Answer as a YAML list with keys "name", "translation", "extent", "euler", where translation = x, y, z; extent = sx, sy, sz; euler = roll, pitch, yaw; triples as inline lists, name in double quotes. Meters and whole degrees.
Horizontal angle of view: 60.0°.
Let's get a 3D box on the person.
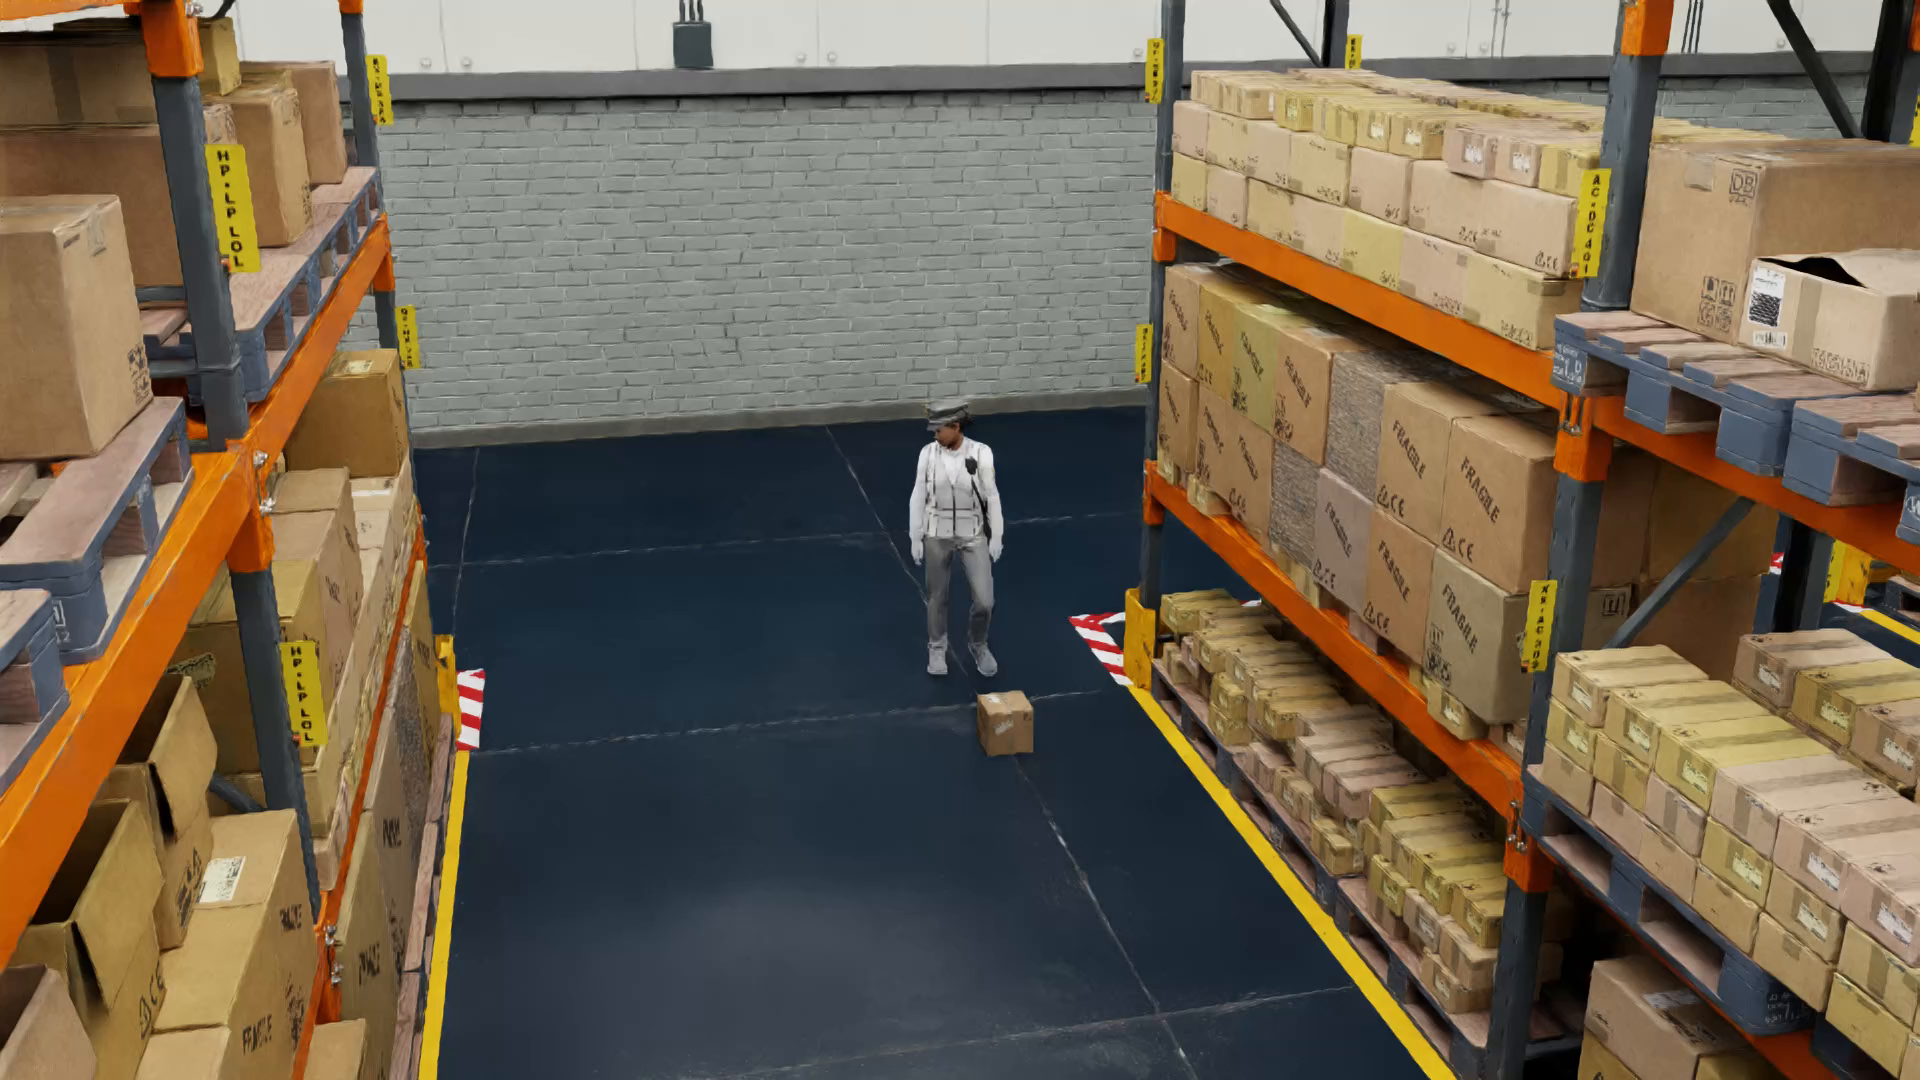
- name: "person"
  translation: [-0.018, 0.001, 9.527]
  extent: [0.541, 1.656, 0.440]
  euler: [0, 20, -1]
